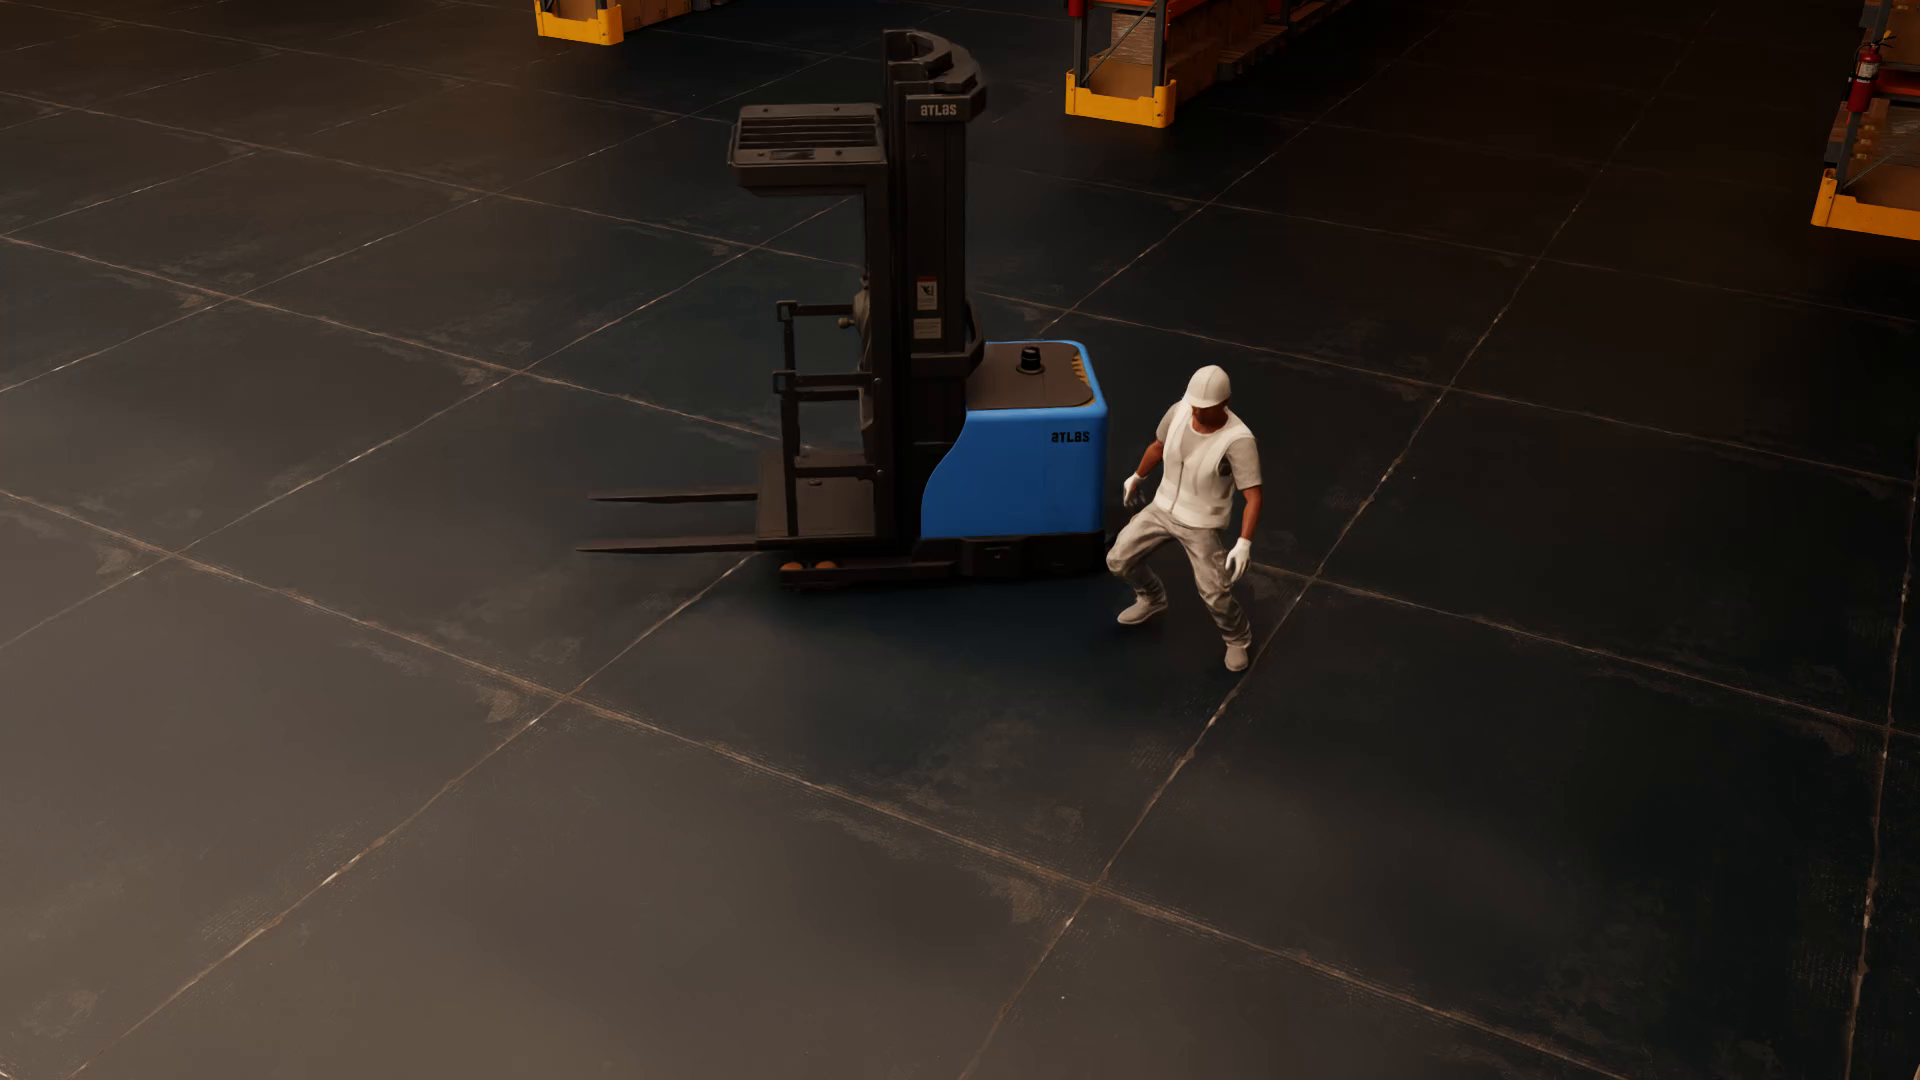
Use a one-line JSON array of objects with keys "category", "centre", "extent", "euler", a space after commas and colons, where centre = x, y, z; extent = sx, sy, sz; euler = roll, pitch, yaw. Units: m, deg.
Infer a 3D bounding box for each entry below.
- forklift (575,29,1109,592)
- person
[{"category": "forklift", "centre": [-0.709, -1.247, 9.231], "extent": [3.031, 2.935, 1.130], "euler": [-2, 30, -4]}, {"category": "person", "centre": [1.186, -0.138, 8.585], "extent": [0.573, 1.671, 0.957], "euler": [-23, 37, -34]}]
